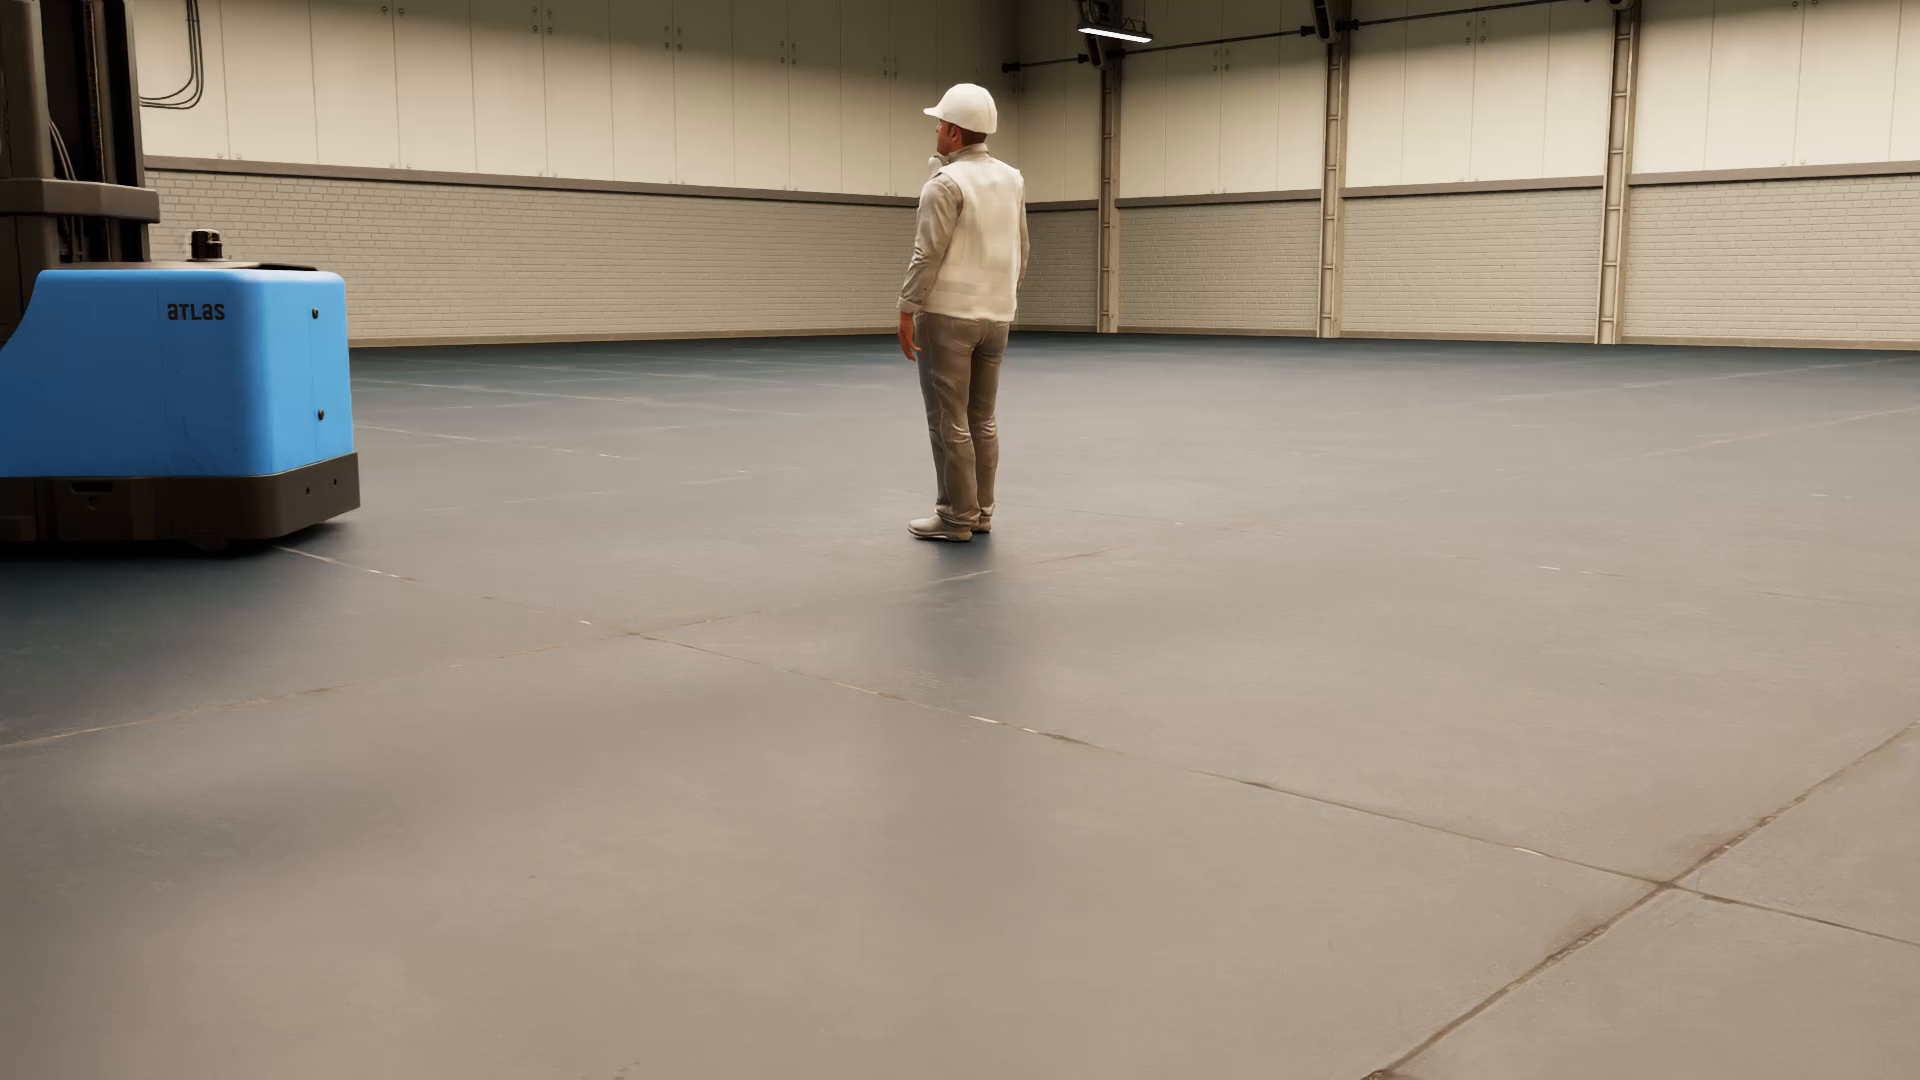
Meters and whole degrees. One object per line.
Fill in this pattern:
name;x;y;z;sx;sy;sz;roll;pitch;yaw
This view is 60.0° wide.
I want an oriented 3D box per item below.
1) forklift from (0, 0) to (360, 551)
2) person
forklift;-4.097;-1.453;6.521;3.031;2.935;1.130;0;9;-1
person;-0.040;-0.892;6.632;0.566;1.775;0.634;8;12;43
